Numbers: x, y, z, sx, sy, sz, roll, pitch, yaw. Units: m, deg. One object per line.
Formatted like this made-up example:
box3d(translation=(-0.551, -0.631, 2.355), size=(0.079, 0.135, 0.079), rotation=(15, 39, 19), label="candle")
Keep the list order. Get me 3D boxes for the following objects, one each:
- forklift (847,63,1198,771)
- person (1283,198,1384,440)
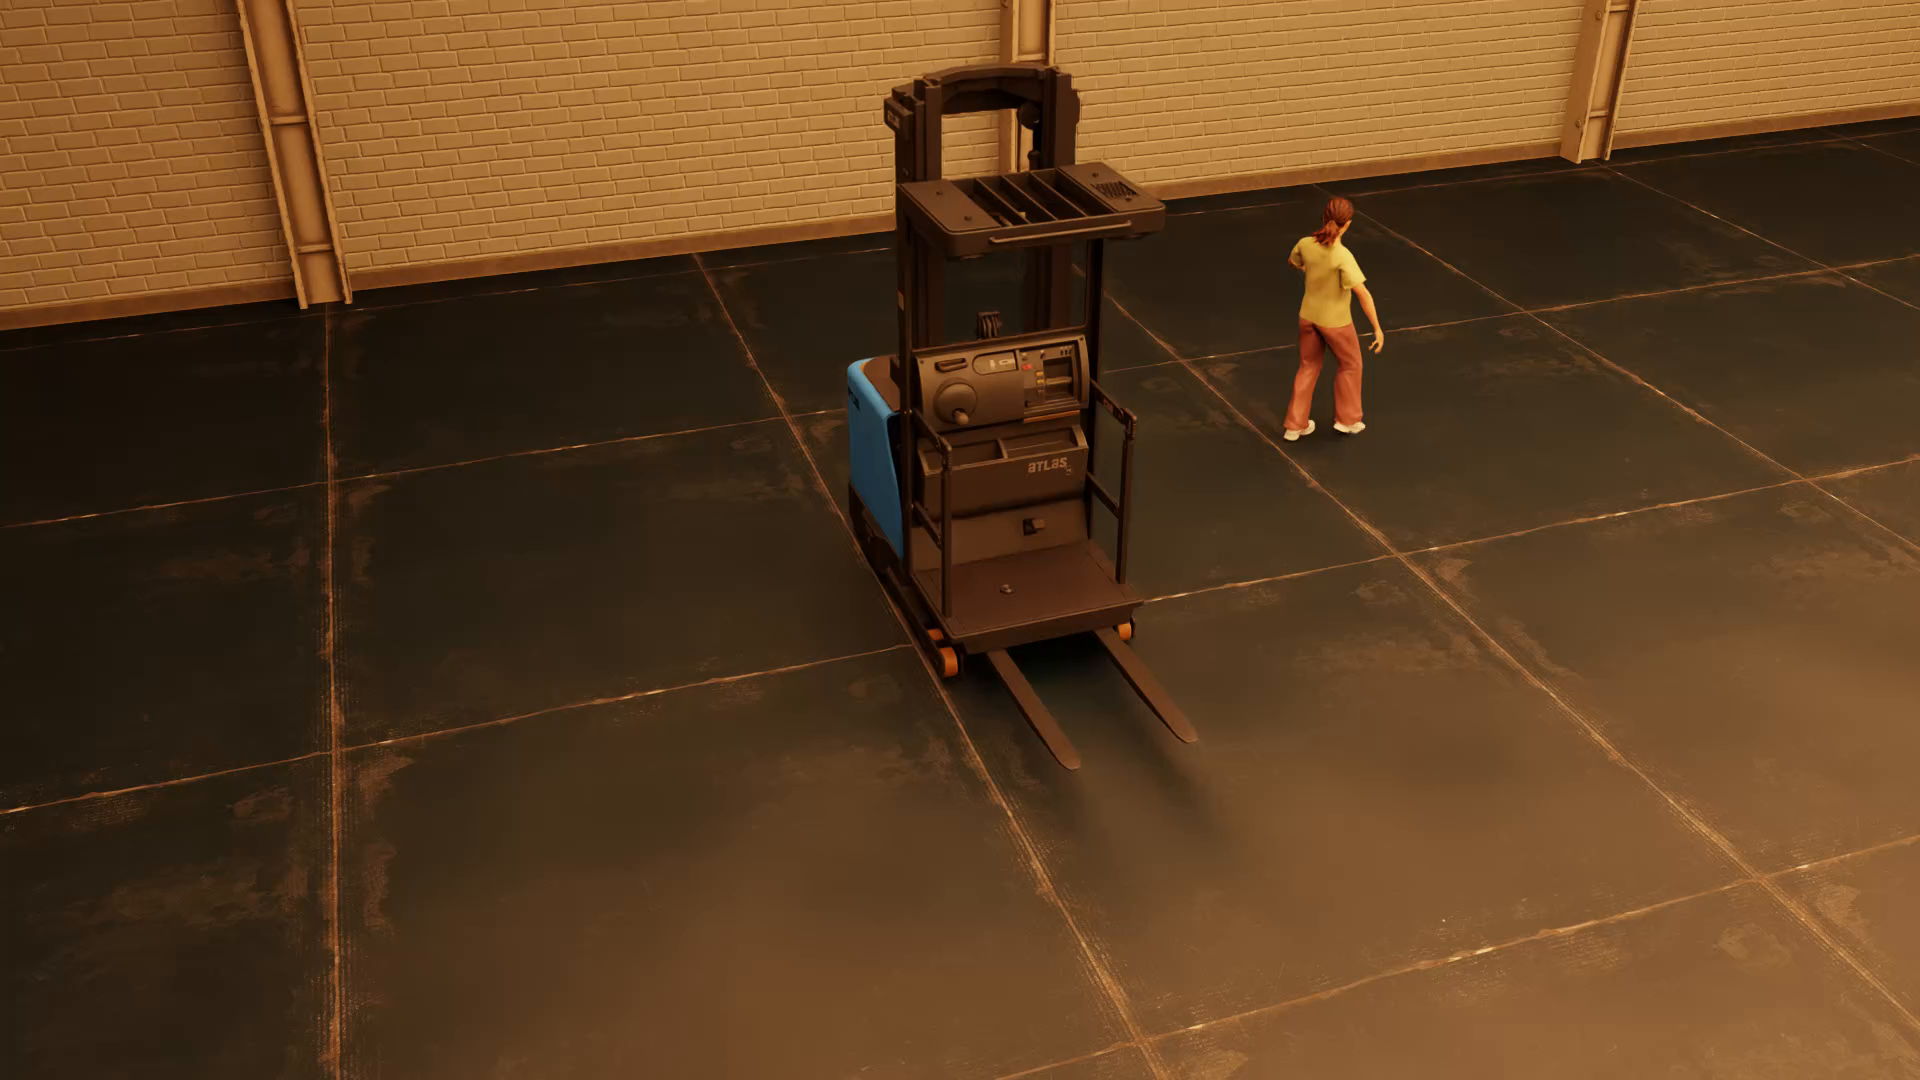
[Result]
box3d(translation=(0.304, -0.775, 8.435), size=(1.130, 2.935, 3.031), rotation=(-10, 31, -17), label="forklift")
box3d(translation=(2.477, -1.435, 10.909), size=(0.632, 1.691, 0.902), rotation=(-22, 37, -34), label="person")
